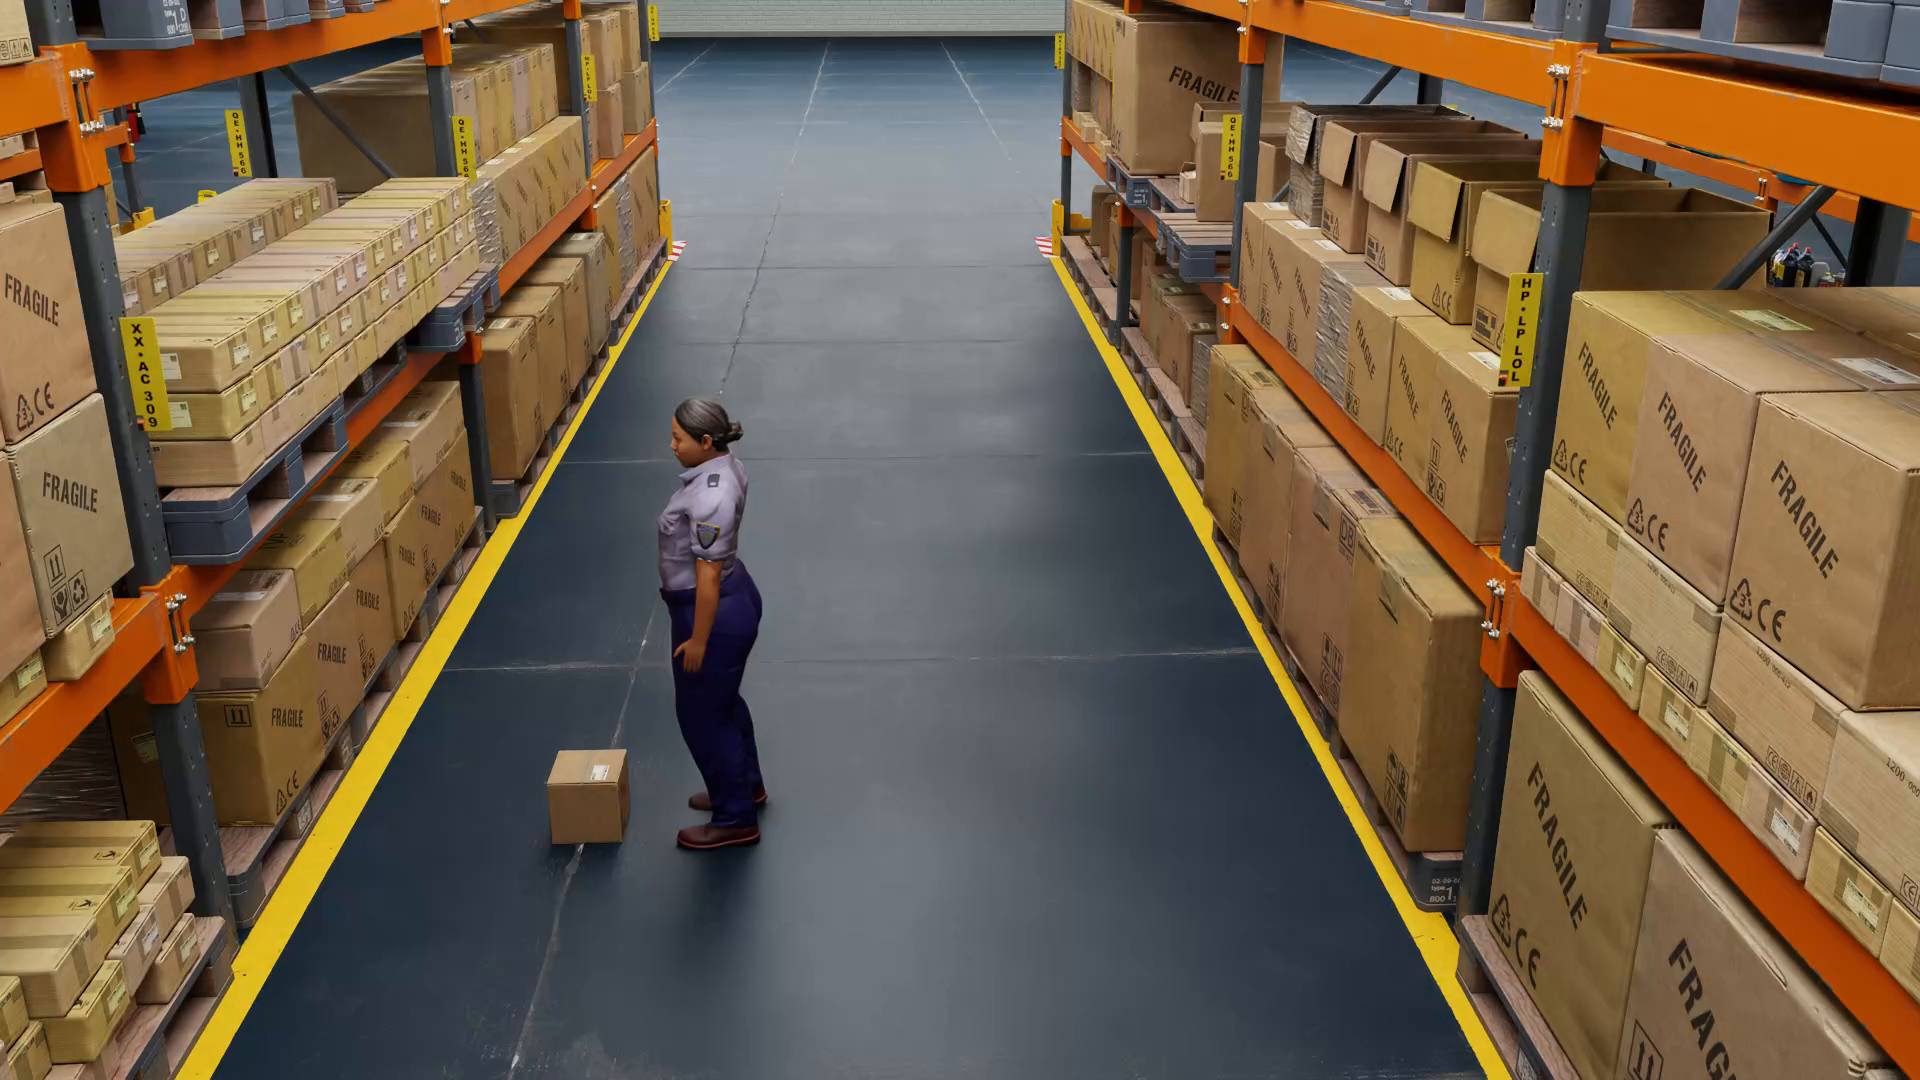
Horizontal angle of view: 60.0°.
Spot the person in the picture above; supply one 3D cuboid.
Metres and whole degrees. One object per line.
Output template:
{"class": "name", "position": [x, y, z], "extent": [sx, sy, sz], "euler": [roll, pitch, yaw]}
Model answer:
{"class": "person", "position": [-0.875, 0.293, 5.844], "extent": [0.341, 1.656, 0.470], "euler": [-1, 21, -2]}
